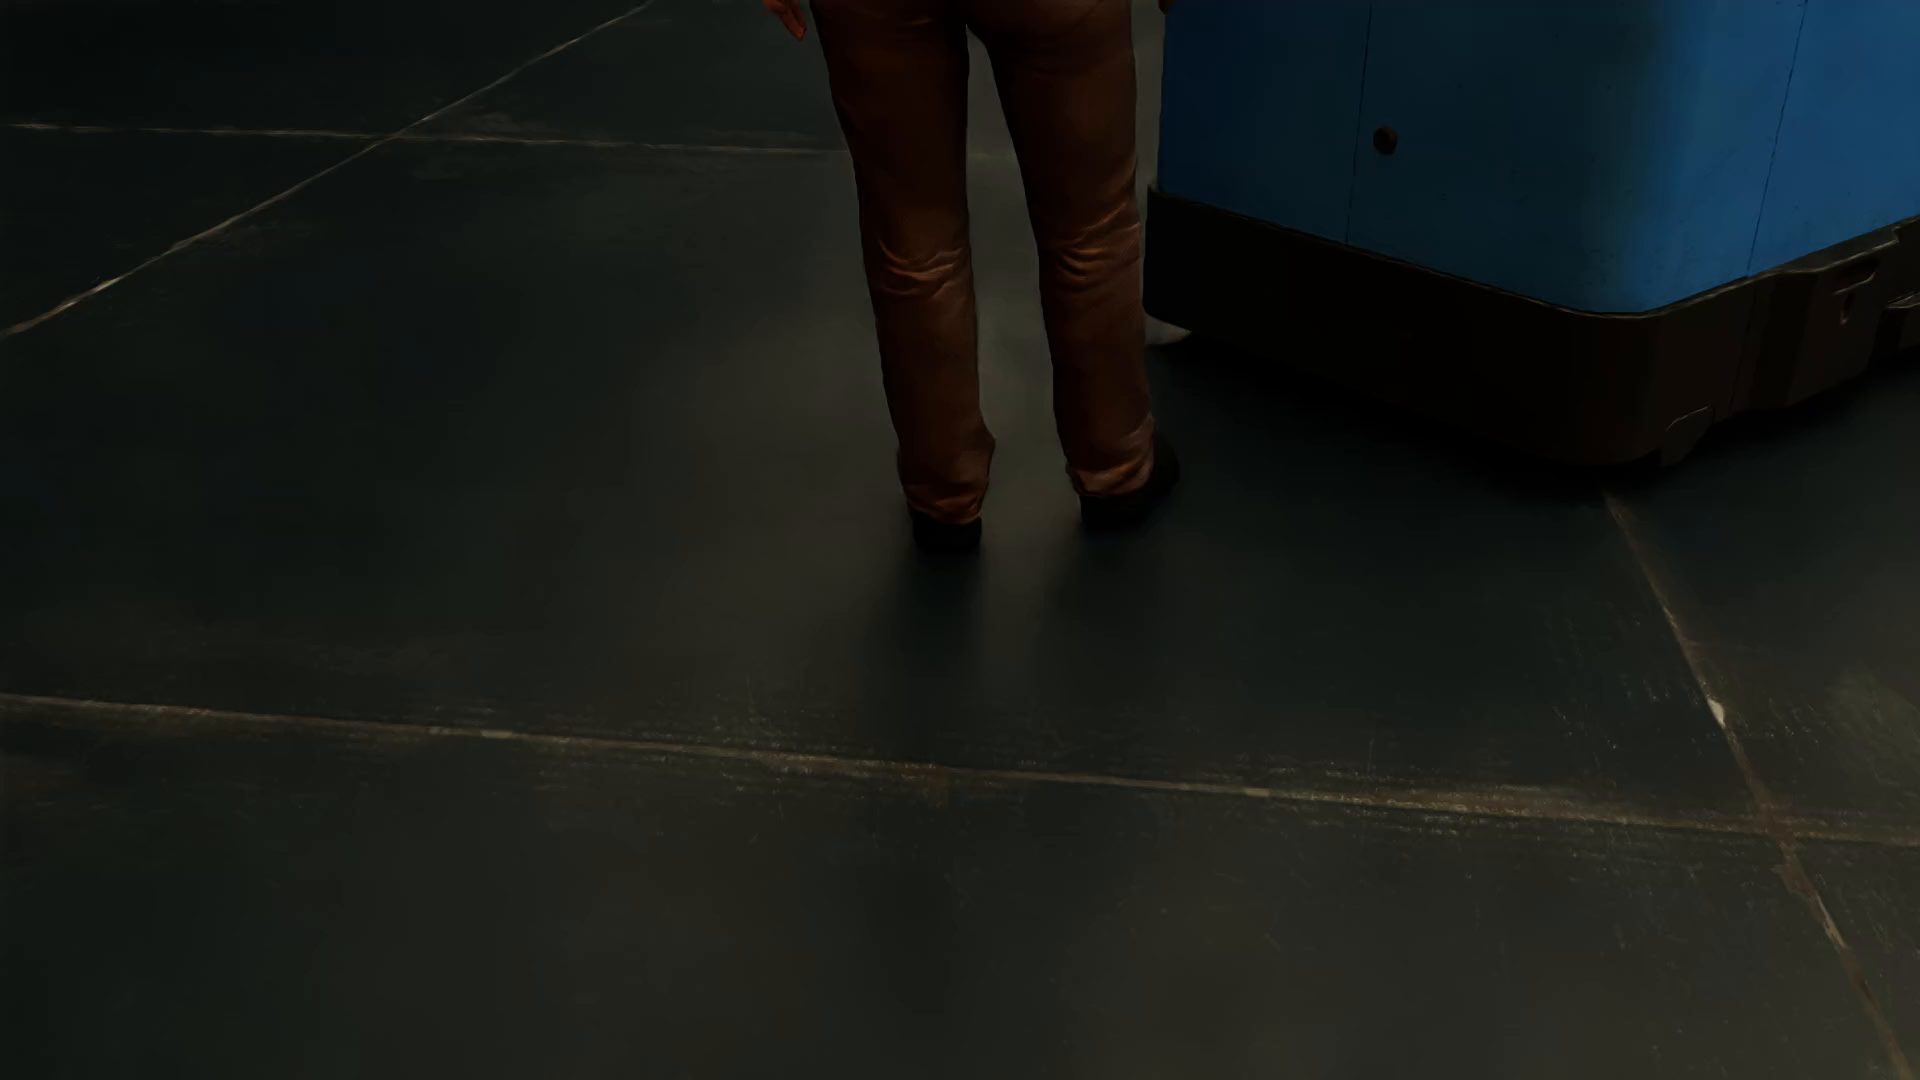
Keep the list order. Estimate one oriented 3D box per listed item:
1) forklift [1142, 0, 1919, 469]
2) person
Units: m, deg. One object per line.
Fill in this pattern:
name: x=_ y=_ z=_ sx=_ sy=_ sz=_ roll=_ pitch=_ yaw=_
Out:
forklift: x=1.824 y=-1.946 z=3.117 sx=3.031 sy=2.935 sz=1.130 roll=-20 pitch=33 yaw=-34
person: x=0.016 y=-0.804 z=2.167 sx=0.632 sy=1.720 sz=0.567 roll=3 pitch=27 yaw=7
